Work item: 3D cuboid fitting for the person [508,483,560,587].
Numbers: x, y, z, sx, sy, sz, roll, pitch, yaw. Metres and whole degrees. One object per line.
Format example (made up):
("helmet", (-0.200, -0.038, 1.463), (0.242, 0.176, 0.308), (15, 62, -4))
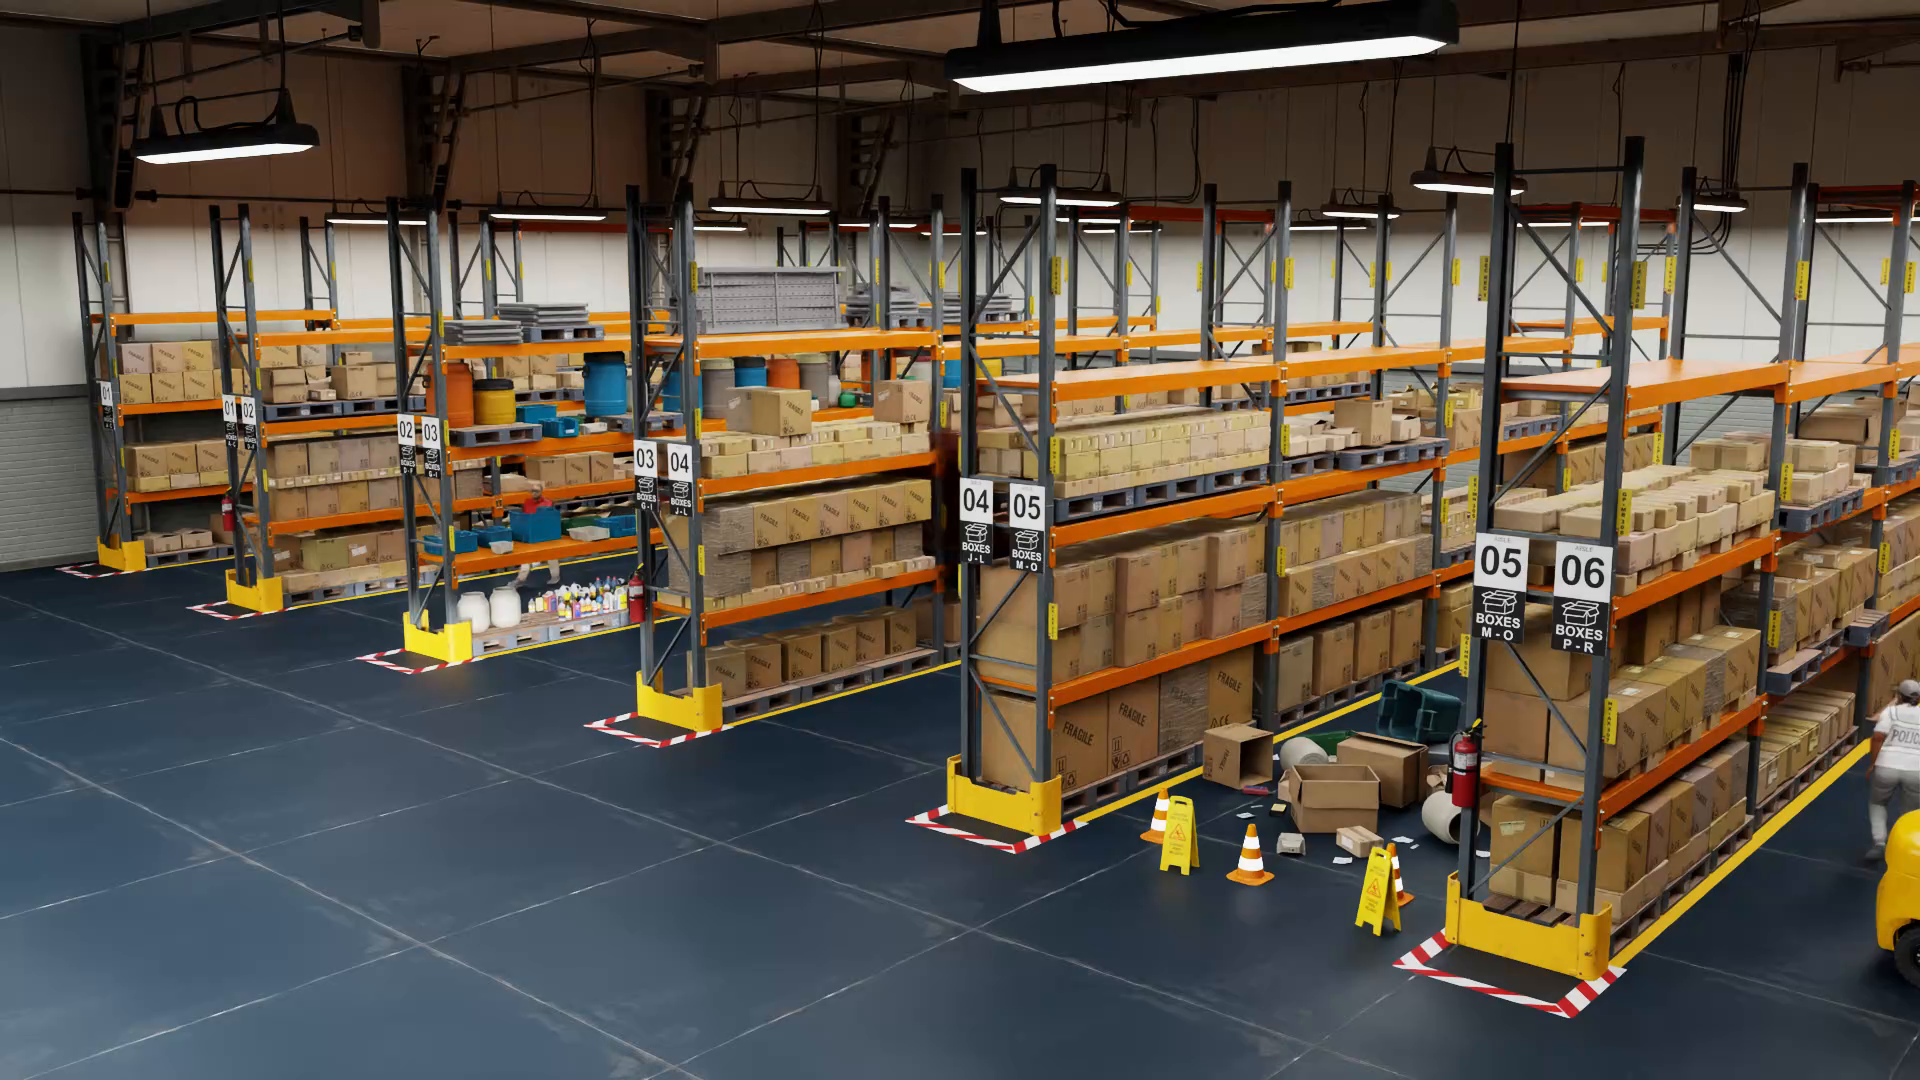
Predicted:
("person", (-6.758, -0.068, 26.480), (0.583, 1.667, 1.071), (2, 10, 11))

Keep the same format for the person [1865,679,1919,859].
("person", (8.195, 2.018, 14.474), (0.528, 1.573, 0.701), (6, 11, 31))
